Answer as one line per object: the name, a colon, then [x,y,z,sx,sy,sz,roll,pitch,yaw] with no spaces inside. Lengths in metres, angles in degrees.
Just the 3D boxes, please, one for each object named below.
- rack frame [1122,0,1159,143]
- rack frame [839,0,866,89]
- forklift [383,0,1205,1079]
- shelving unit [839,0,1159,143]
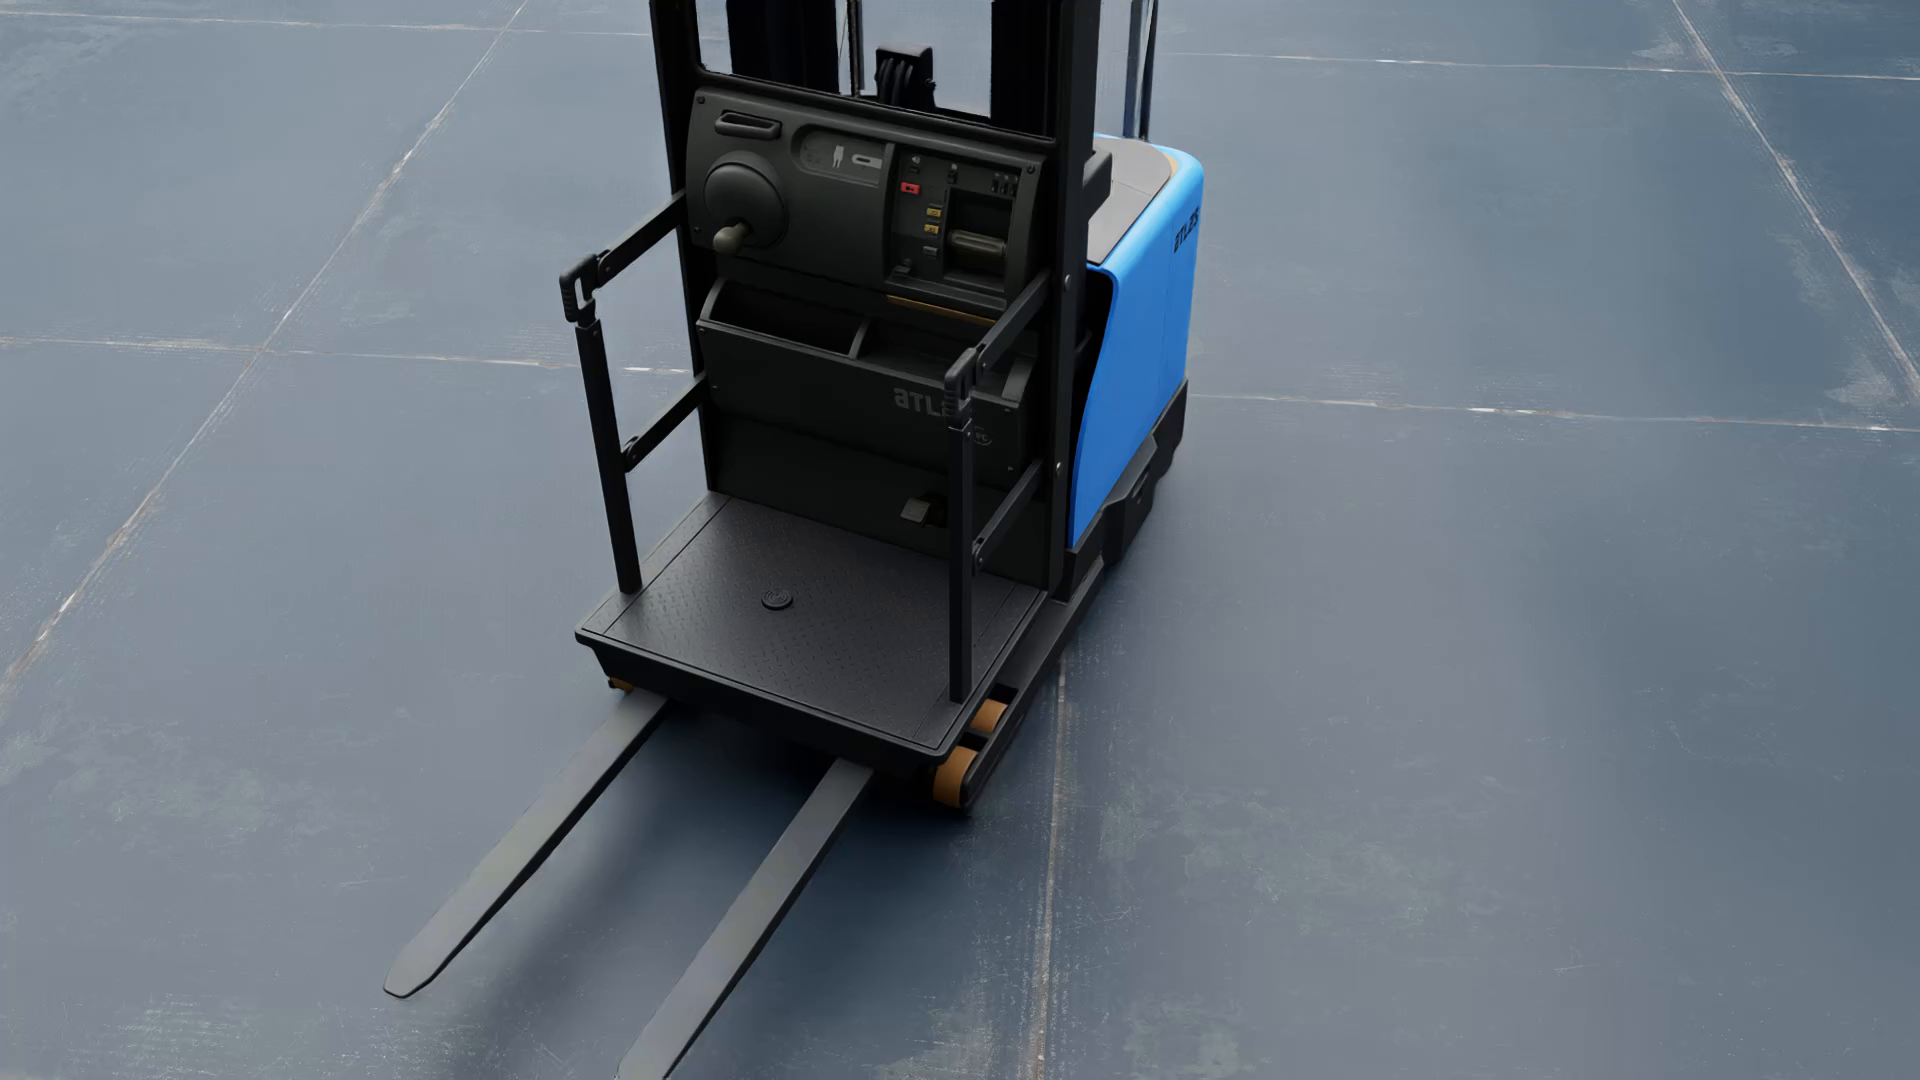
rack frame: [0.586,-1.256,5.604,0.032,1.500,0.500,8,40,10]
rack frame: [-0.405,-1.400,5.782,0.032,1.500,0.500,8,40,10]
forklift: [-0.335,-0.747,3.846,1.130,2.935,3.031,16,42,19]
shelving unit: [0.090,-1.328,5.693,1.048,1.500,0.538,8,40,10]
